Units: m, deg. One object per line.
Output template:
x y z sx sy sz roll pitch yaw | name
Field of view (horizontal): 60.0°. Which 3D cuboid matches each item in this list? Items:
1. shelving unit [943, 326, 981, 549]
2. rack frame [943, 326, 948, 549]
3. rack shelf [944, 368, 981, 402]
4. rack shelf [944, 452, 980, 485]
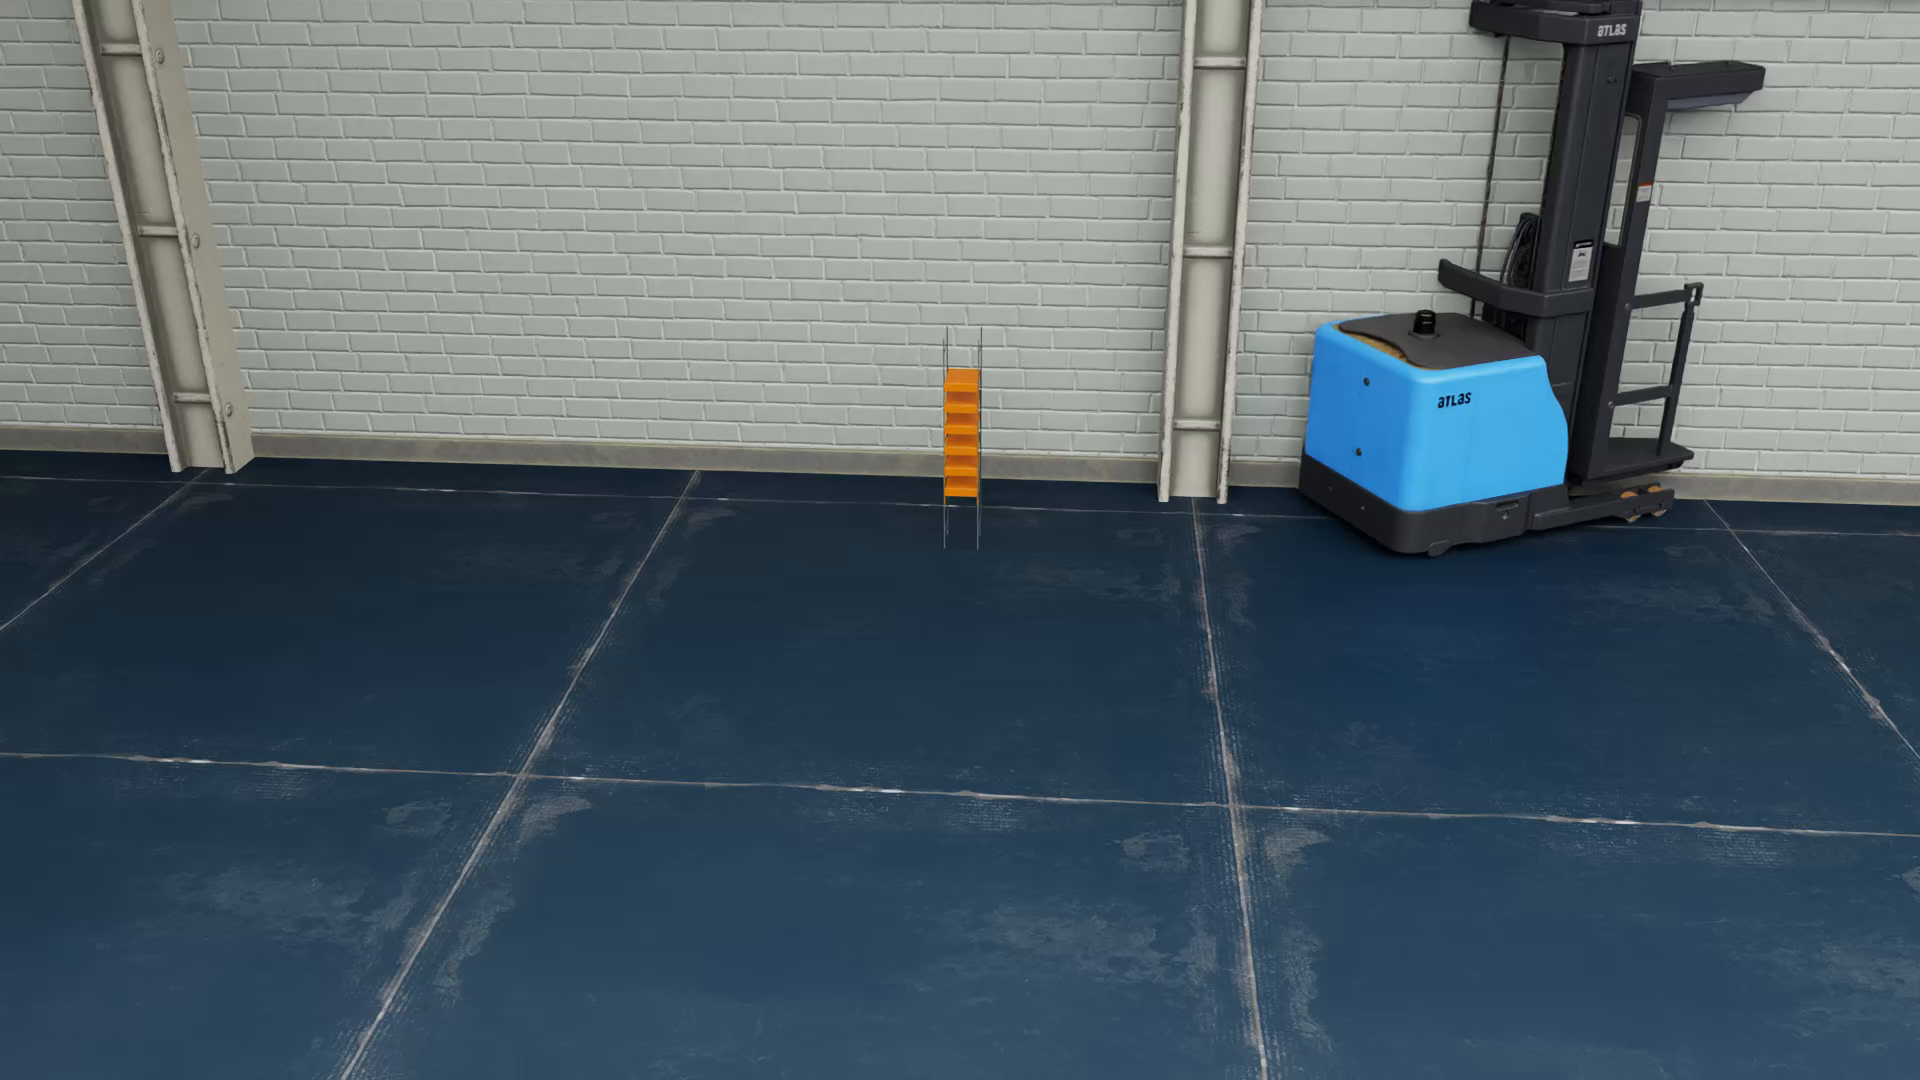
-11.026 -0.020 7.140 21.905 1.800 5.752 2 25 4 | shelving unit
-0.077 -0.548 9.005 0.006 1.200 0.240 2 25 4 | rack frame
0.014 -0.831 8.866 0.180 0.103 0.258 2 25 4 | rack shelf
0.014 -0.395 9.067 0.180 0.103 0.258 2 25 4 | rack shelf
